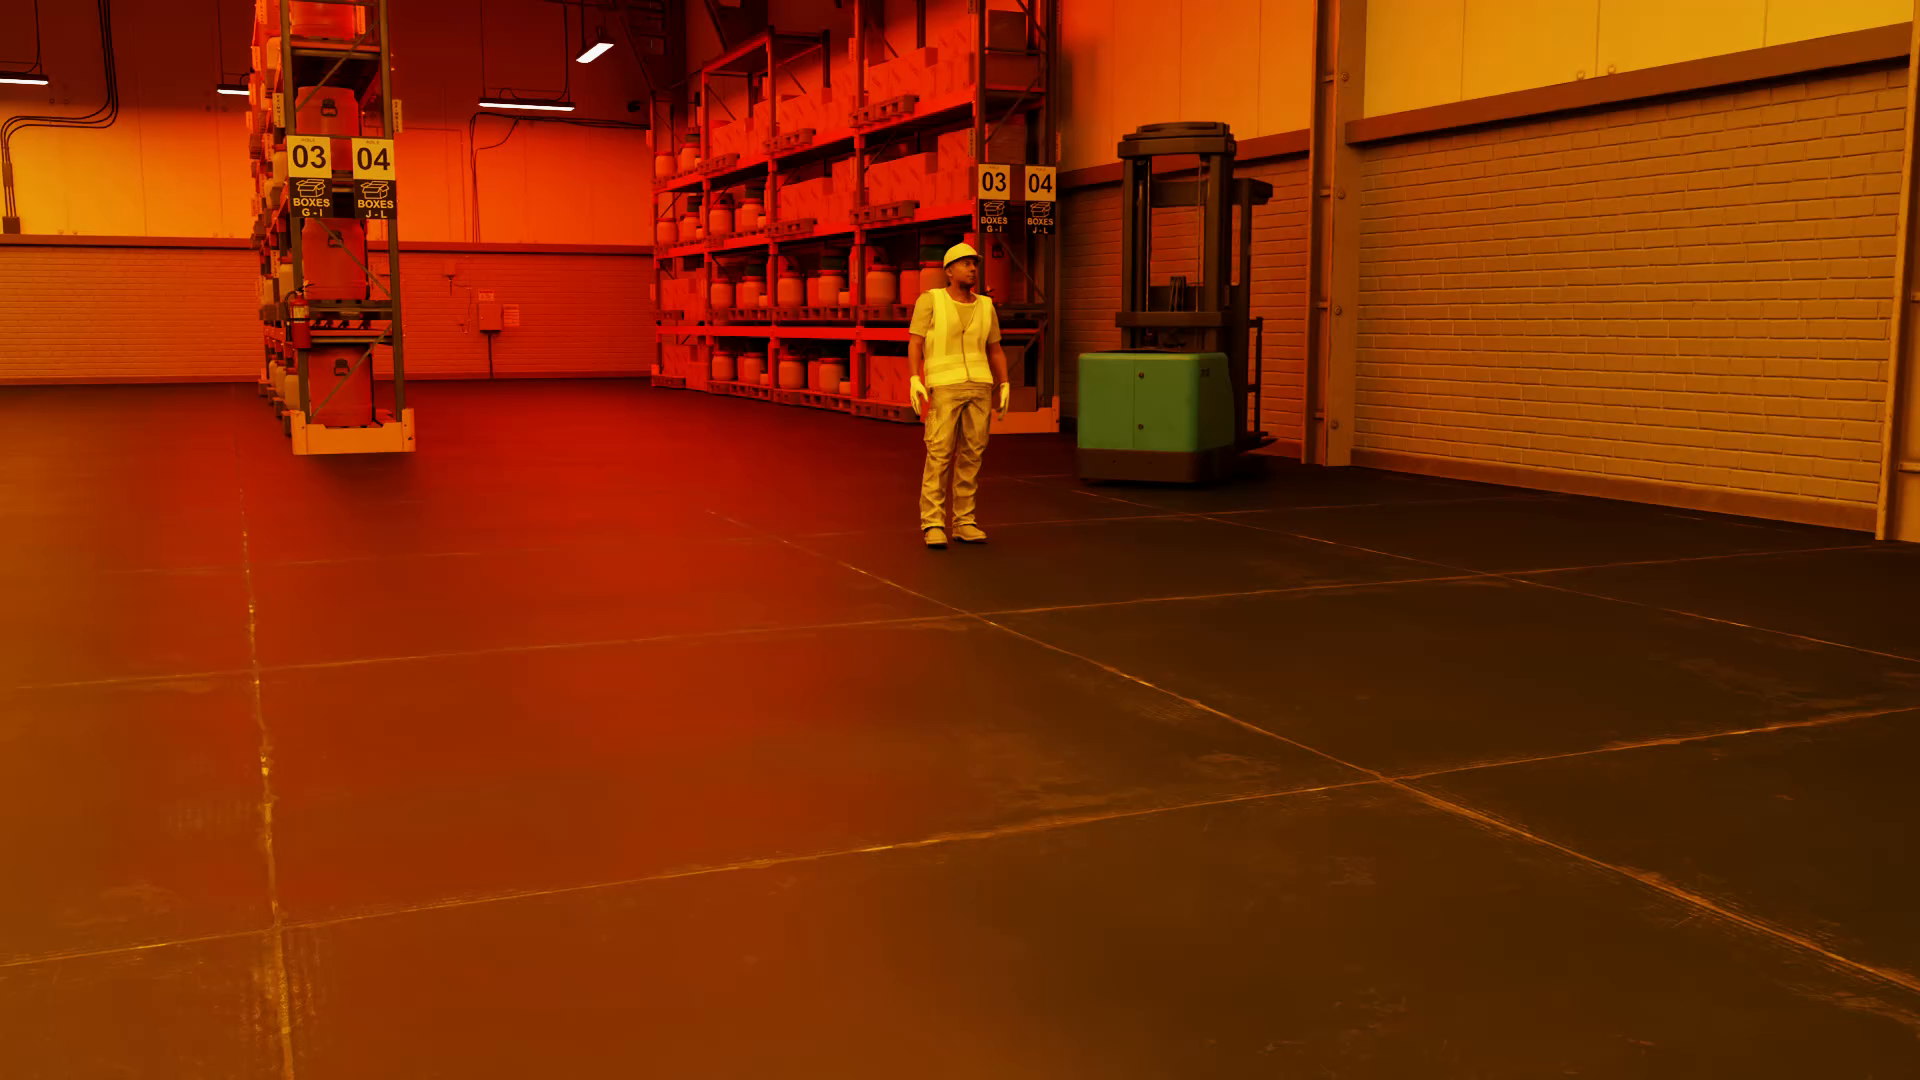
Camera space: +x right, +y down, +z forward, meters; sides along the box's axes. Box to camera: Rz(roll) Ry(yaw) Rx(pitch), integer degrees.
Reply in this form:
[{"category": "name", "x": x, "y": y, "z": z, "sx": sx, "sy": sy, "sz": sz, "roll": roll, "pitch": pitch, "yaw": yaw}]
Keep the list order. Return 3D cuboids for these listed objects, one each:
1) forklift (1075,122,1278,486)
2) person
[{"category": "forklift", "x": 2.031, "y": -2.030, "z": 14.342, "sx": 1.130, "sy": 2.935, "sz": 3.031, "roll": 4, "pitch": 8, "yaw": 26}, {"category": "person", "x": 0.022, "y": -0.882, "z": 9.967, "sx": 0.656, "sy": 1.784, "sz": 0.575, "roll": -3, "pitch": 8, "yaw": -23}]
